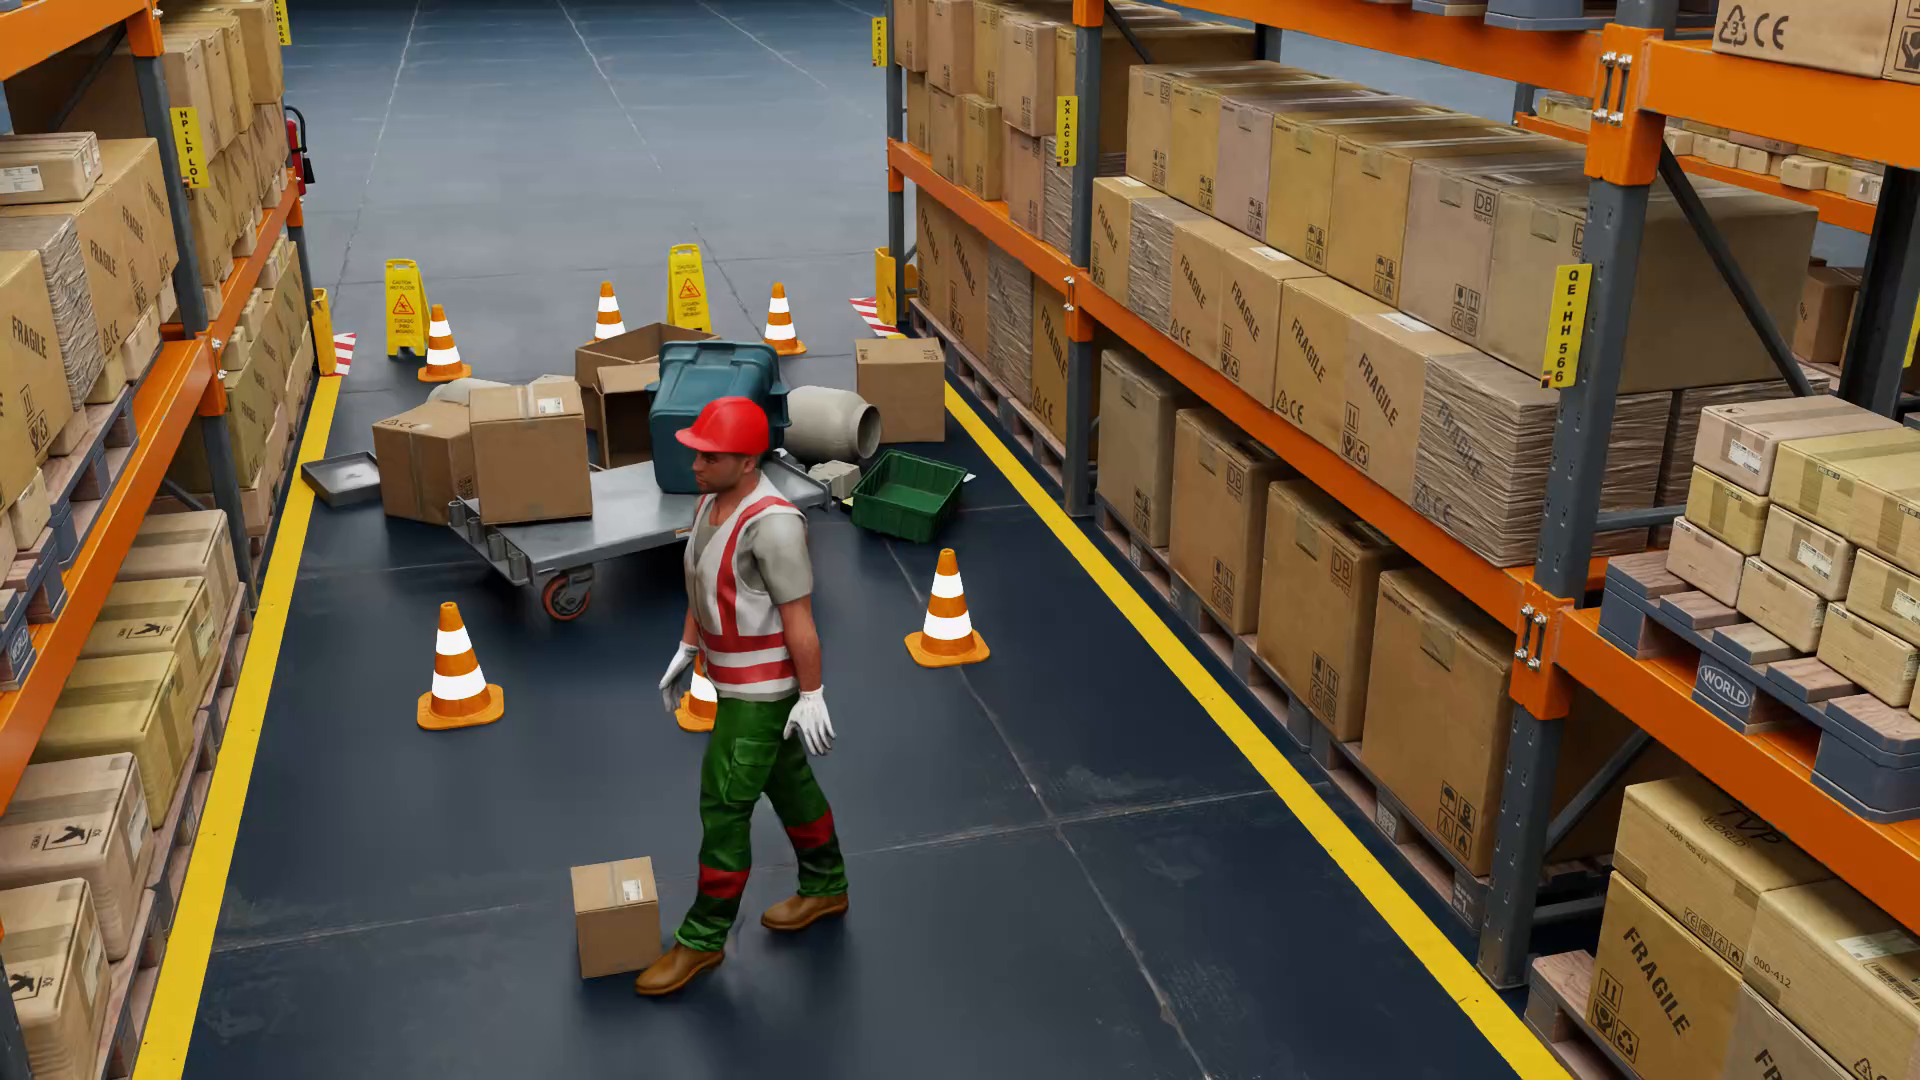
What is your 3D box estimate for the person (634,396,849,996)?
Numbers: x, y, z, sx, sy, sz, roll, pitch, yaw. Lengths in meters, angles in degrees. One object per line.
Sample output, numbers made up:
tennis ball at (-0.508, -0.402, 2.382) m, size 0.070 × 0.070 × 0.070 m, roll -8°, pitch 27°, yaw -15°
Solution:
person at (-0.714, 0.434, 4.984) m, size 0.755 × 1.772 × 0.588 m, roll -10°, pitch 25°, yaw -23°
